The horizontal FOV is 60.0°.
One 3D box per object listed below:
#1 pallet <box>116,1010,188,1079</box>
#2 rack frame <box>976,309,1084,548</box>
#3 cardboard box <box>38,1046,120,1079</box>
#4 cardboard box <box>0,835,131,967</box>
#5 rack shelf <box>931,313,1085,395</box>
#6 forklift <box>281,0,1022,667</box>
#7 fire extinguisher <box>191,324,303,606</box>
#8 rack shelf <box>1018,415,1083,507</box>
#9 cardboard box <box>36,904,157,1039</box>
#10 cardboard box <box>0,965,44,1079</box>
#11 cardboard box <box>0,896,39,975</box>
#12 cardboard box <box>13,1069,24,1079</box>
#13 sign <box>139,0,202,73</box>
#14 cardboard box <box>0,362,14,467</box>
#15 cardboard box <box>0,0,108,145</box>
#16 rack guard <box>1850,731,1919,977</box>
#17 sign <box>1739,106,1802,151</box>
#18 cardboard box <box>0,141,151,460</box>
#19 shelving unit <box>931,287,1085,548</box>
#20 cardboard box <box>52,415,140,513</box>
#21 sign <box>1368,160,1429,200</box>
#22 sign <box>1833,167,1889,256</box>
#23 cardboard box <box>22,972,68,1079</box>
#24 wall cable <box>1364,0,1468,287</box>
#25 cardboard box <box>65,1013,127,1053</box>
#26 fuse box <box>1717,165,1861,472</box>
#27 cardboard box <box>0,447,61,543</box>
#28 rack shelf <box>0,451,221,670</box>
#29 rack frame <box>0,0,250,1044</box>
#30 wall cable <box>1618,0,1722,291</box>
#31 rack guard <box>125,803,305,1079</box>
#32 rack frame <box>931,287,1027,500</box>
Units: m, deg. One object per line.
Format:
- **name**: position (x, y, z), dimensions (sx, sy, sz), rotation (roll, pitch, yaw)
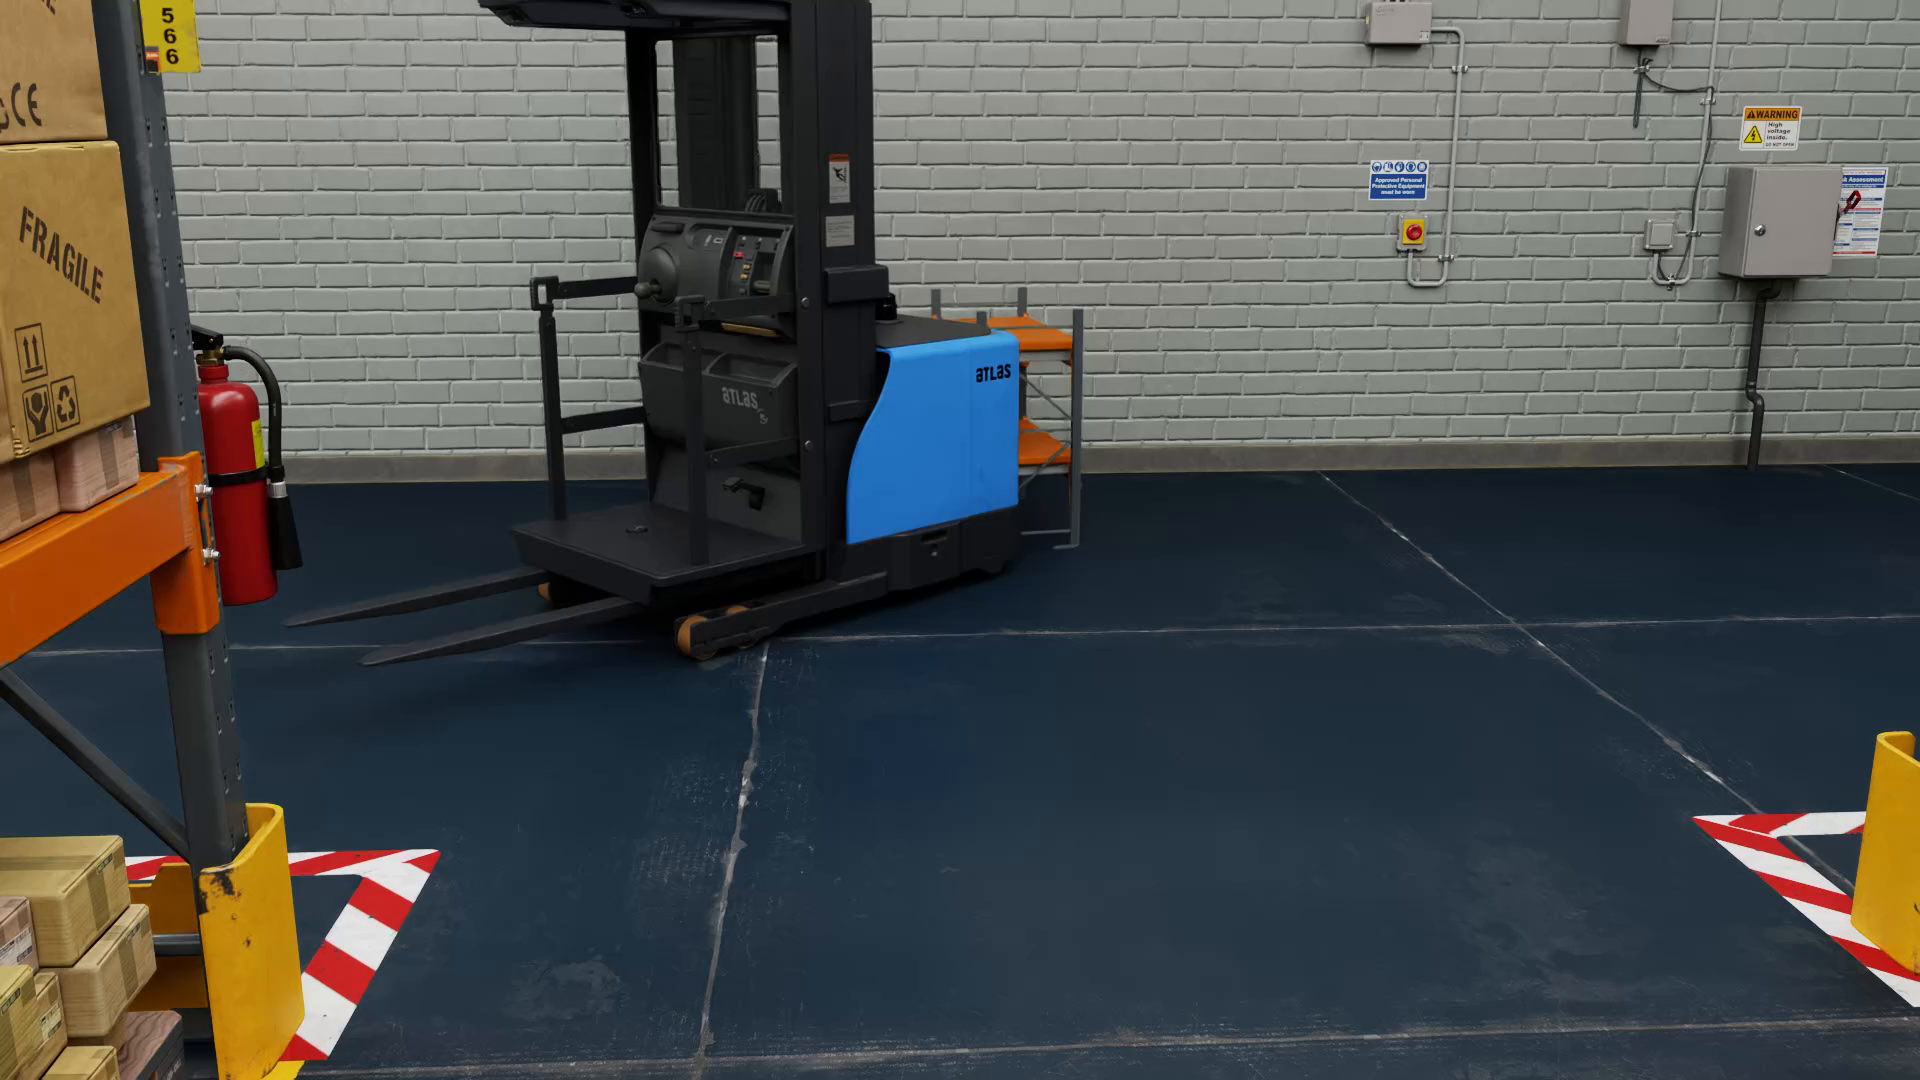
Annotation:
- **pallet**: position (-2.058, 1.225, 2.840), dimensions (1.003, 0.211, 1.213), rotation (-1, 14, -3)
- **rack frame**: position (0.320, -0.502, 7.722), dimensions (0.500, 1.125, 0.032), rotation (-3, 15, -12)
- **cardboard box**: position (-1.720, 1.021, 2.917), dimensions (0.380, 0.149, 0.250), rotation (0, 14, -2)
- **cardboard box**: position (-1.792, 0.670, 3.085), dimensions (0.380, 0.149, 0.250), rotation (-1, 14, -3)
- **rack shelf**: position (0.210, -0.910, 8.129), dimensions (0.538, 0.278, 1.000), rotation (-3, 15, -12)
- **forklift**: position (-1.129, -1.112, 6.466), dimensions (3.031, 2.935, 1.130), rotation (-14, 20, -43)
- **fire extinguisher**: position (-1.632, -0.198, 3.680), dimensions (0.296, 0.674, 0.183), rotation (-1, 14, -3)
- **rack shelf**: position (0.210, -0.389, 8.263), dimensions (0.538, 0.278, 1.000), rotation (-3, 15, -12)
- **cardboard box**: position (-1.760, 0.814, 3.126), dimensions (0.380, 0.149, 0.250), rotation (-1, 14, -5)
- **cardboard box**: position (-1.691, 0.796, 2.596), dimensions (0.380, 0.149, 0.250), rotation (-1, 14, -5)
- **cardboard box**: position (-1.834, 0.734, 2.839), dimensions (0.380, 0.149, 0.250), rotation (-1, 14, -2)
- **cardboard box**: position (-1.726, 0.943, 2.624), dimensions (0.380, 0.149, 0.250), rotation (-1, 15, -6)
- **sign**: position (-1.522, -1.064, 3.183), dimensions (0.100, 0.325, 0.005), rotation (-1, 14, -3)
- **cardboard box**: position (-1.766, -0.303, 2.387), dimensions (0.500, 0.500, 0.500), rotation (-1, 14, -4)
- **cardboard box**: position (-1.801, -0.913, 2.752), dimensions (0.500, 0.500, 0.500), rotation (-1, 14, -5)
- **rack guard**: position (2.855, 0.757, 4.082), dimensions (1.175, 0.500, 0.348), rotation (-1, 14, -3)
- **sign**: position (4.522, -2.297, 9.276), dimensions (0.339, 0.242, 0.001), rotation (-1, 14, -3)
- **cardboard box**: position (-1.793, -0.431, 2.885), dimensions (0.500, 0.500, 0.500), rotation (-1, 14, -2)
- **shelving unit**: position (0.210, -0.626, 8.202), dimensions (0.538, 1.125, 1.048), rotation (-3, 15, -12)
- **cardboard box**: position (-1.775, -0.148, 3.086), dimensions (0.380, 0.149, 0.250), rotation (-1, 14, -3)
- **sign**: position (2.432, -1.995, 9.219), dimensions (0.327, 0.218, 0.001), rotation (-1, 14, -3)
- **sign**: position (5.070, -1.859, 9.423), dimensions (0.329, 0.494, 0.001), rotation (-1, 14, -3)
- **cardboard box**: position (-1.798, 0.879, 2.870), dimensions (0.380, 0.149, 0.250), rotation (-1, 14, -5)
- **wall cable**: position (2.484, -2.357, 9.066), dimensions (0.585, 1.953, 0.123), rotation (-1, 14, -3)
- **cardboard box**: position (-1.837, 0.959, 3.160), dimensions (0.380, 0.149, 0.250), rotation (-1, 14, -2)
- **fuse box**: position (4.590, -1.222, 9.342), dimensions (0.539, 1.711, 0.414), rotation (-1, 14, -3)
- **cardboard box**: position (-1.797, -0.086, 2.844), dimensions (0.380, 0.149, 0.250), rotation (-1, 14, -4)
- **rack shelf**: position (-1.954, 0.499, 1.510), dimensions (1.077, 0.370, 4.000), rotation (-1, 14, -3)
- **rack frame**: position (-2.078, -0.346, 3.353), dimensions (1.000, 3.000, 0.127), rotation (-1, 14, -3)
- **wall cable**: position (3.899, -2.367, 9.167), dimensions (0.588, 1.984, 0.122), rotation (-1, 14, -3)
- **rack guard**: position (-2.073, 0.883, 3.591), dimensions (1.175, 0.500, 0.348), rotation (-1, 14, -3)
- **rack frame**: position (0.100, -0.750, 8.683), dimensions (0.500, 1.125, 0.032), rotation (-3, 15, -12)
